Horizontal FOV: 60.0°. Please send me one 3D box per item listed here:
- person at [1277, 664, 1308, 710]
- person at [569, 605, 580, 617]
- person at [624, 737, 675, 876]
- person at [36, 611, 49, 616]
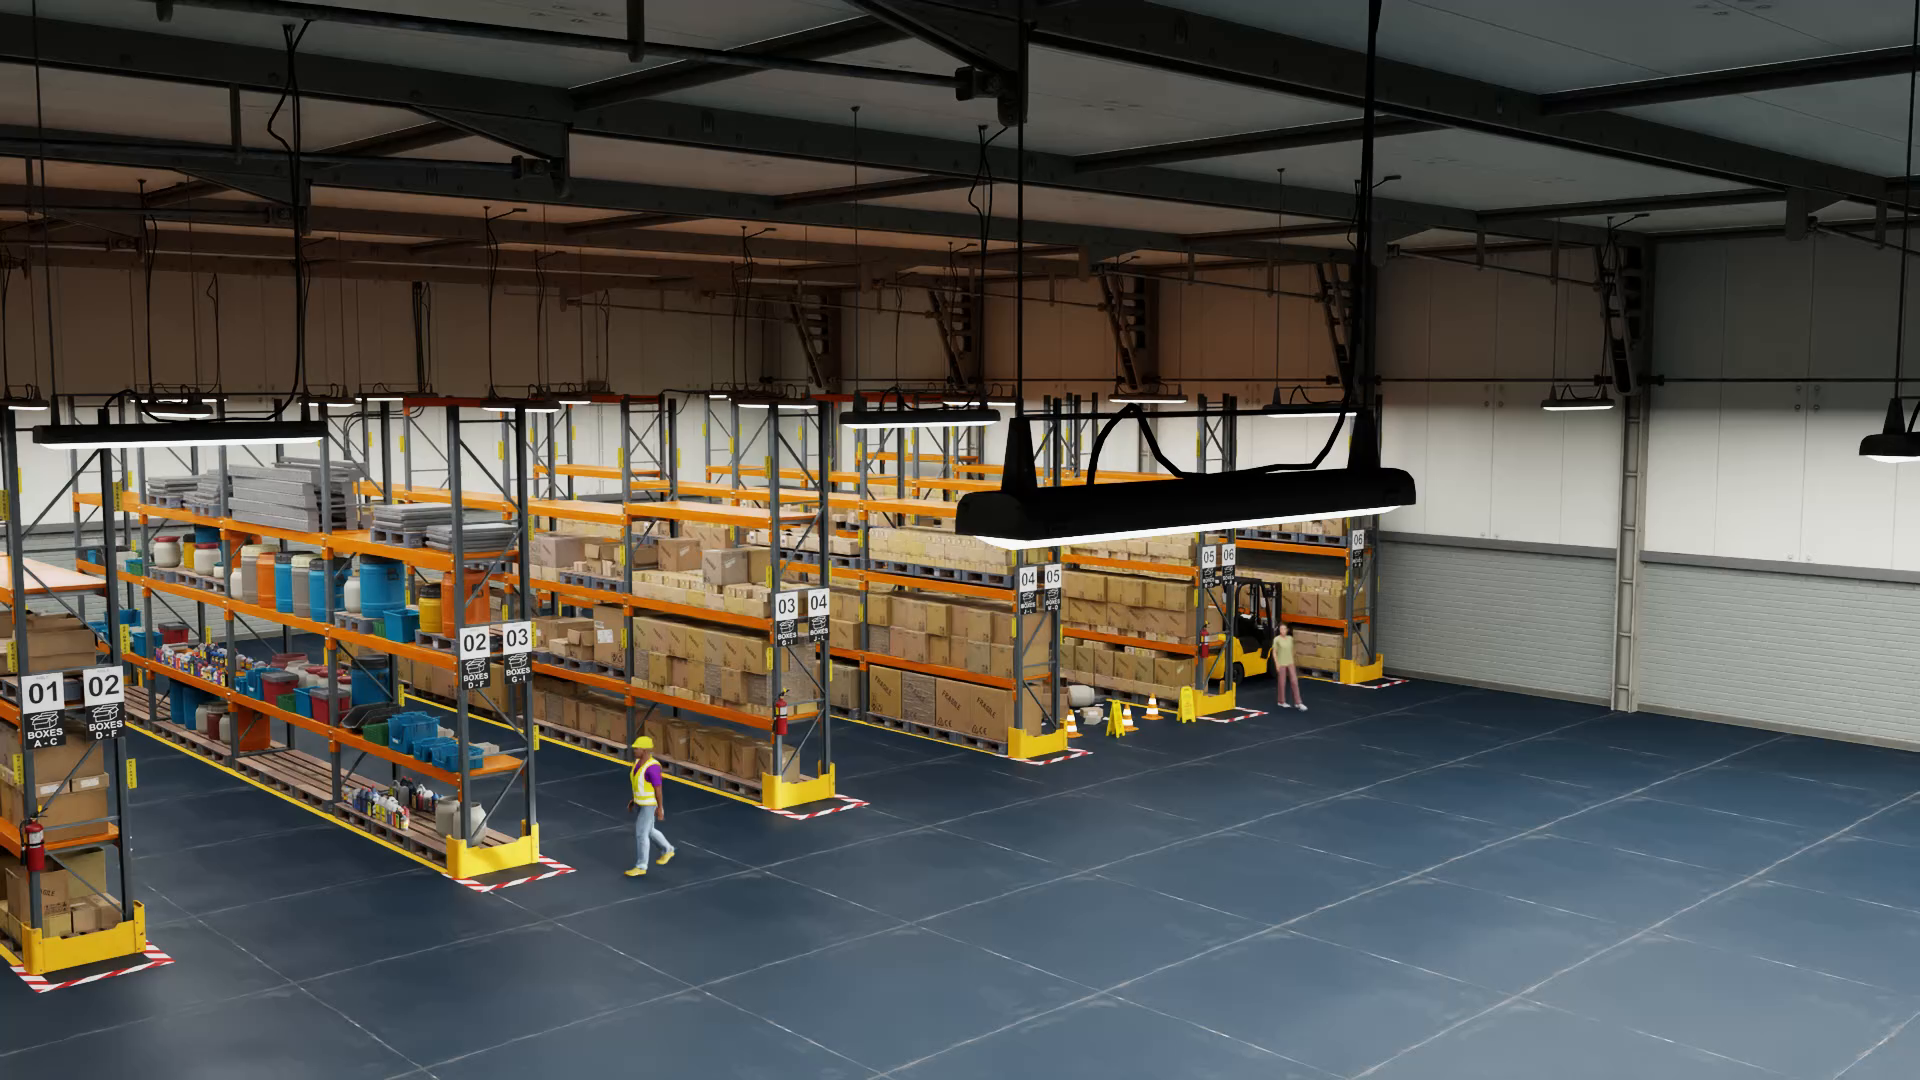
[{"bbox_3d":[6.340,2.753,31.904,0.470,1.003,0.743,-1,6,-8],"label":"person"},{"bbox_3d":[-10.039,1.277,43.504,0.458,1.567,0.613,1,6,15],"label":"person"},{"bbox_3d":[-4.017,3.392,21.424,0.799,1.756,0.550,-3,6,-31],"label":"person"},{"bbox_3d":[-18.475,2.253,33.482,0.434,1.667,1.102,-2,6,-21],"label":"person"}]
